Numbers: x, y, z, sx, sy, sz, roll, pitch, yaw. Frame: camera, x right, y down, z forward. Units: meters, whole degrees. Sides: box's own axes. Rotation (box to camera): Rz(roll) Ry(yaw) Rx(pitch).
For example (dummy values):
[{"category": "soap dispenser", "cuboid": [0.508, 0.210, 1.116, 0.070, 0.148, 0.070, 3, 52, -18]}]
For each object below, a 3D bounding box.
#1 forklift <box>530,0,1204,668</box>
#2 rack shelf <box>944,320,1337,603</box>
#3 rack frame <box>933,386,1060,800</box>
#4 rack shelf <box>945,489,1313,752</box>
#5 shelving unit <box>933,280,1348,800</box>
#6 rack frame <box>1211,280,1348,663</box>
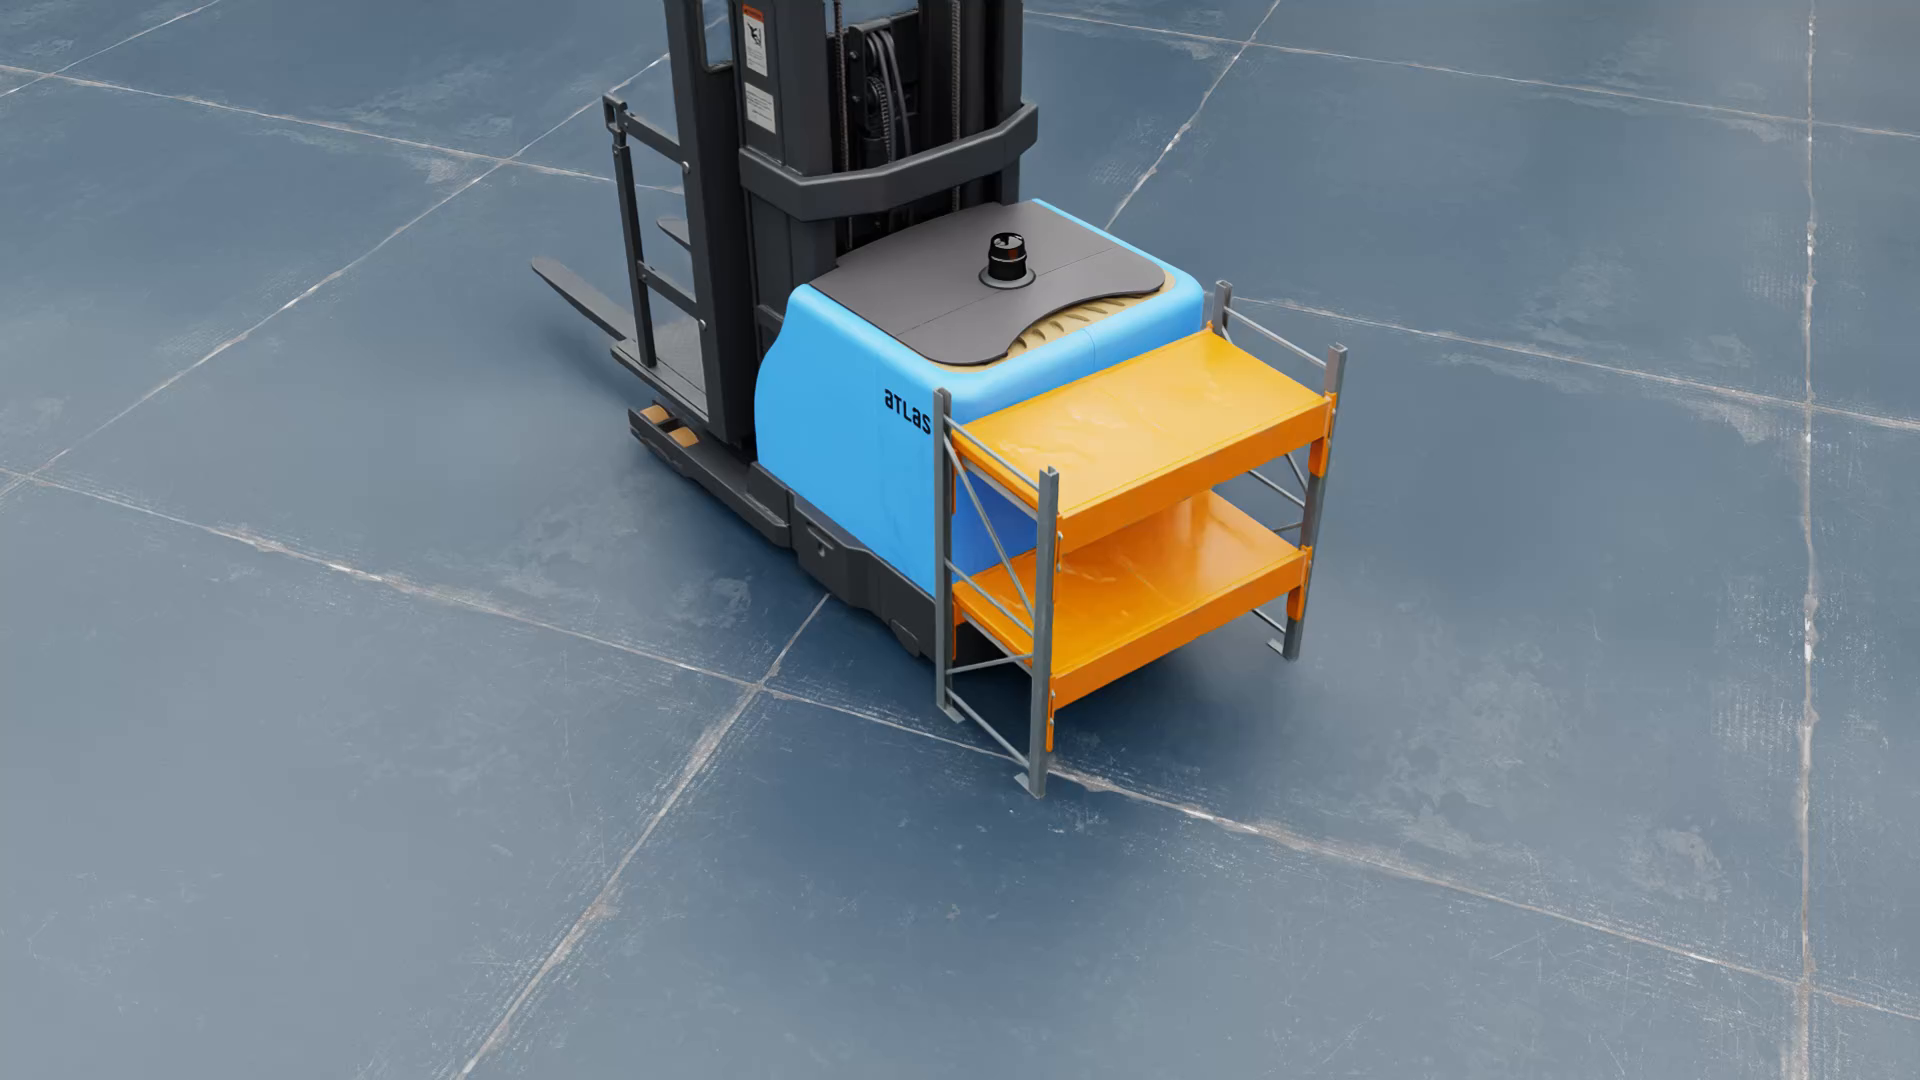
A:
[{"category": "forklift", "cuboid": [-0.572, -1.588, 5.426, 1.130, 2.935, 3.031, -26, 44, -31]}, {"category": "rack shelf", "cuboid": [0.498, -0.246, 4.651, 1.000, 0.278, 0.538, -24, 43, -28]}, {"category": "rack frame", "cuboid": [0.087, 0.168, 4.586, 0.032, 1.125, 0.500, -24, 43, -28]}, {"category": "rack shelf", "cuboid": [0.498, 0.184, 4.972, 1.000, 0.278, 0.538, -24, 43, -28]}, {"category": "shelving unit", "cuboid": [0.498, -0.011, 4.826, 1.048, 1.125, 0.538, -24, 43, -28]}, {"category": "rack frame", "cuboid": [0.909, -0.191, 5.065, 0.032, 1.125, 0.500, -24, 43, -28]}]
